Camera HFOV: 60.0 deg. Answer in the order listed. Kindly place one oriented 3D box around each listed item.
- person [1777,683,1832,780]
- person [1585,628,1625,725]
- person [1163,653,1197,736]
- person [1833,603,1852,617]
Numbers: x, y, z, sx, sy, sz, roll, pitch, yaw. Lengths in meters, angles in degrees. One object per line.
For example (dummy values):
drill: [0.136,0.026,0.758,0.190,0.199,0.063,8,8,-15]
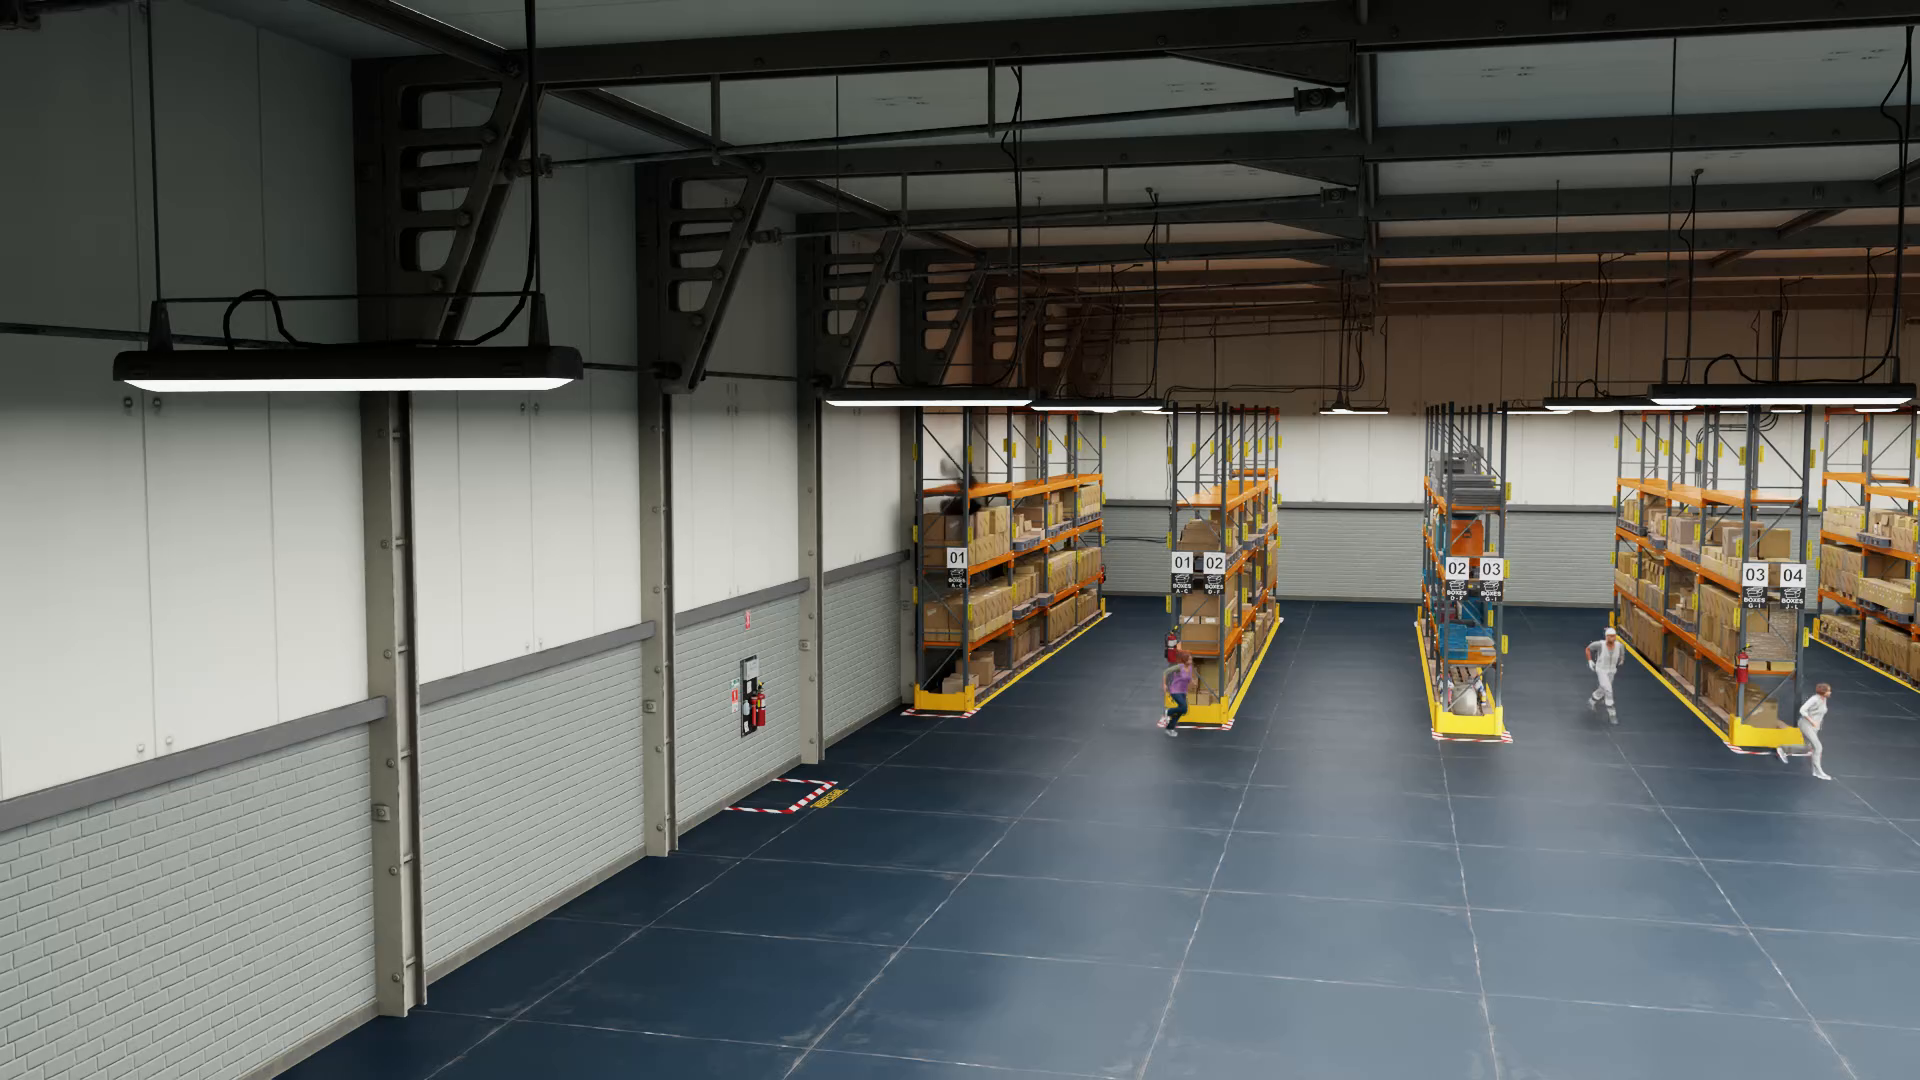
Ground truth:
person: [13.447,3.058,26.522,0.536,1.438,0.835,-3,5,-36]
person: [12.175,2.527,31.416,0.658,1.788,1.097,-1,4,-10]
person: [3.966,2.769,29.840,0.650,1.527,0.525,4,6,45]
person: [23.394,1.625,43.863,0.616,1.726,0.770,3,5,34]
